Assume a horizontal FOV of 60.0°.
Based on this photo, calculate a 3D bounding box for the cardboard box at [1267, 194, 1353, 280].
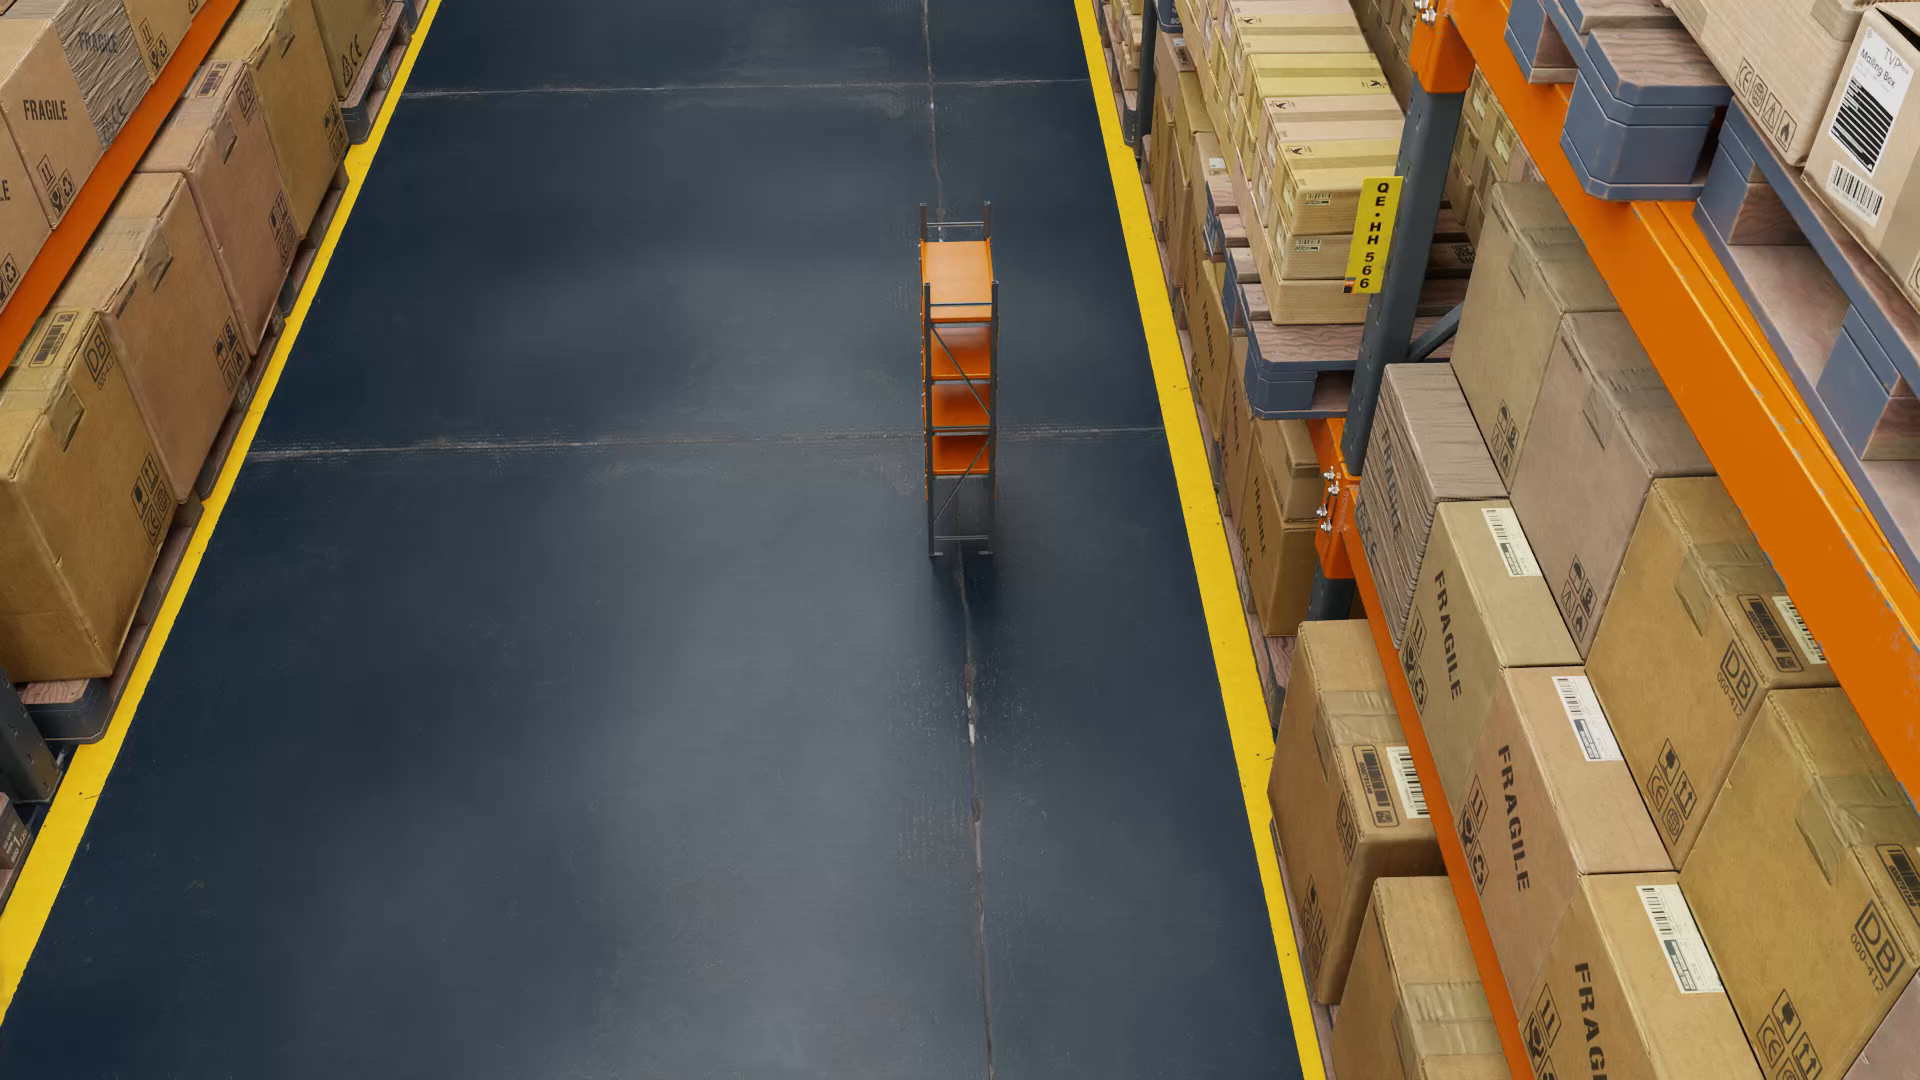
[{"bbox_3d":[1.069,-0.853,4.616,0.380,0.149,0.250,-1,43,-1],"label":"cardboard box"}]

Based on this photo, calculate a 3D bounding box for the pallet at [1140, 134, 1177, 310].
[{"bbox_3d":[1.410,-1.507,7.738,1.003,0.211,1.213,-2,43,-2],"label":"pallet"}]

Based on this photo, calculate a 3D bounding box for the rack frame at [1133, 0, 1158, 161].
[{"bbox_3d":[1.375,-3.061,7.369,1.000,3.000,0.127,-2,43,-2],"label":"rack frame"}]

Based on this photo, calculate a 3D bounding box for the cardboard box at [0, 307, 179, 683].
[{"bbox_3d":[-3.423,-0.124,5.428,1.225,0.875,0.875,-3,43,-4],"label":"cardboard box"}]

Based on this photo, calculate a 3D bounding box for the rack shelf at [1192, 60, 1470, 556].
[{"bbox_3d":[1.460,-1.446,6.140,1.077,0.370,4.000,-2,43,-2],"label":"rack shelf"}]

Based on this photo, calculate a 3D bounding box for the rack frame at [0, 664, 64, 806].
[{"bbox_3d":[-3.414,-0.286,4.343,1.000,3.000,0.127,-2,43,-2],"label":"rack frame"}]

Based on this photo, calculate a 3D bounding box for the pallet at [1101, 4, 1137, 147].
[{"bbox_3d":[1.312,-2.485,8.805,1.003,0.211,1.213,-2,43,-2],"label":"pallet"}]

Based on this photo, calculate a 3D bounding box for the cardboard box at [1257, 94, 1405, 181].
[{"bbox_3d":[1.058,-1.129,4.697,0.380,0.149,0.250,-2,43,-2],"label":"cardboard box"}]

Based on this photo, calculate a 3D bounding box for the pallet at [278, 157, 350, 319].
[{"bbox_3d":[-3.476,-1.440,7.665,1.003,0.211,1.213,-2,43,-2],"label":"pallet"}]

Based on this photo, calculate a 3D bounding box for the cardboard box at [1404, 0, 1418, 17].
[{"bbox_3d":[1.662,-1.847,5.480,0.380,0.149,0.250,0,43,0],"label":"cardboard box"}]

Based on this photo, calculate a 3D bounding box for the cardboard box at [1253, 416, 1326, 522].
[{"bbox_3d":[1.254,-0.325,5.368,0.500,0.250,0.500,-3,43,-3],"label":"cardboard box"}]

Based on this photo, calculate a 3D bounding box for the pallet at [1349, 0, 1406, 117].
[{"bbox_3d":[1.420,-1.625,5.945,1.003,0.211,1.213,-2,43,-2],"label":"pallet"}]

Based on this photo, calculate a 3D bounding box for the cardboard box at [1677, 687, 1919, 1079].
[{"bbox_3d":[1.623,0.570,2.594,0.700,0.500,0.500,-2,43,-2],"label":"cardboard box"}]

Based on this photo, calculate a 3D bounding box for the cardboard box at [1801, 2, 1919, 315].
[{"bbox_3d":[1.399,-0.445,1.977,0.500,0.311,0.500,-2,43,-3],"label":"cardboard box"}]

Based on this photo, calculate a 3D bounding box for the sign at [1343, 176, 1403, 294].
[{"bbox_3d":[1.004,-0.736,4.035,0.100,0.325,0.005,-2,43,-2],"label":"sign"}]

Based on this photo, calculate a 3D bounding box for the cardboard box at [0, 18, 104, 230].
[{"bbox_3d":[-3.213,-1.353,5.432,0.500,0.500,0.500,-2,43,-3],"label":"cardboard box"}]

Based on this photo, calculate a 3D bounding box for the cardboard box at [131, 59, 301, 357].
[{"bbox_3d":[-3.498,-1.324,6.736,1.225,0.875,0.875,-3,43,-3],"label":"cardboard box"}]

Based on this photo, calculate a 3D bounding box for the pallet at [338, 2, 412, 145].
[{"bbox_3d":[-3.538,-2.474,8.793,1.003,0.211,1.213,-2,43,-2],"label":"pallet"}]

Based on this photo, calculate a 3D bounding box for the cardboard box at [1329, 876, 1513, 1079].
[{"bbox_3d":[1.522,1.318,3.947,1.050,0.750,0.750,-1,43,-1],"label":"cardboard box"}]

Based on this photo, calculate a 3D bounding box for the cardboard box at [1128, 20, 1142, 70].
[{"bbox_3d":[1.044,-2.478,8.312,0.380,0.149,0.250,-1,43,-1],"label":"cardboard box"}]

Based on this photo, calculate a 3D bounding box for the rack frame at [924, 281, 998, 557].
[{"bbox_3d":[0.003,-0.389,5.787,0.240,1.200,0.015,-2,43,-2],"label":"rack frame"}]

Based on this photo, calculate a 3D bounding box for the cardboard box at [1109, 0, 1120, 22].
[{"bbox_3d":[0.992,-2.841,8.708,0.380,0.149,0.250,-3,43,-3],"label":"cardboard box"}]

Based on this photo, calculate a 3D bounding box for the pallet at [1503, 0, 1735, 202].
[{"bbox_3d":[1.626,-0.964,3.001,1.213,0.211,1.003,0,43,0],"label":"pallet"}]

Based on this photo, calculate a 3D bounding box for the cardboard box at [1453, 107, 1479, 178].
[{"bbox_3d":[1.697,-1.228,5.024,0.380,0.149,0.250,-3,43,-3],"label":"cardboard box"}]

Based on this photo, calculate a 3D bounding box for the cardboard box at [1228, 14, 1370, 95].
[{"bbox_3d":[1.032,-1.486,5.087,0.380,0.149,0.250,0,43,-1],"label":"cardboard box"}]

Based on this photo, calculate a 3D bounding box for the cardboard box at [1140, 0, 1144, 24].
[{"bbox_3d":[1.100,-2.617,8.244,0.380,0.149,0.250,-1,43,-1],"label":"cardboard box"}]

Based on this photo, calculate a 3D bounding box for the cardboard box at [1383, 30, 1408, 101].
[{"bbox_3d":[1.670,-1.626,5.679,0.380,0.149,0.250,-1,43,-1],"label":"cardboard box"}]

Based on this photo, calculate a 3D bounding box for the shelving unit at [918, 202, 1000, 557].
[{"bbox_3d":[-0.007,-0.554,5.966,0.258,1.200,0.503,-2,43,-2],"label":"shelving unit"}]

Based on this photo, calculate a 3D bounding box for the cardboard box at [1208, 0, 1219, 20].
[{"bbox_3d":[1.014,-1.833,5.464,0.380,0.149,0.250,0,43,0],"label":"cardboard box"}]

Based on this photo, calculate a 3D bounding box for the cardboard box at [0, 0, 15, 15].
[{"bbox_3d":[-3.489,-2.080,5.483,0.797,0.503,0.637,0,43,0],"label":"cardboard box"}]

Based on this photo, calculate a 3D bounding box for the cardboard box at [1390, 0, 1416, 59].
[{"bbox_3d":[1.669,-1.734,5.577,0.380,0.149,0.250,-2,43,-2],"label":"cardboard box"}]

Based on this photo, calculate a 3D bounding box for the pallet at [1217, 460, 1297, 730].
[{"bbox_3d":[1.514,0.140,5.941,1.003,0.211,1.213,-2,43,-2],"label":"pallet"}]

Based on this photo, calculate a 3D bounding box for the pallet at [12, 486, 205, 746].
[{"bbox_3d":[-3.373,0.207,5.868,1.003,0.211,1.213,-2,43,-2],"label":"pallet"}]

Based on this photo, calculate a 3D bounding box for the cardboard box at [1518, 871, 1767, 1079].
[{"bbox_3d":[1.359,0.933,2.938,0.500,0.500,0.500,-2,43,-2],"label":"cardboard box"}]

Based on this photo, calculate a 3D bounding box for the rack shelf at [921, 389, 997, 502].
[{"bbox_3d":[-0.007,-0.358,6.146,0.258,0.148,0.480,-2,43,-2],"label":"rack shelf"}]

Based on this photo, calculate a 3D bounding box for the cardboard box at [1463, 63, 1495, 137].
[{"bbox_3d":[1.699,-1.307,4.890,0.380,0.149,0.250,-2,43,-2],"label":"cardboard box"}]

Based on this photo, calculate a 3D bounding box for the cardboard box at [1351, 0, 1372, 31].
[{"bbox_3d":[1.649,-1.981,6.067,0.380,0.149,0.250,0,43,0],"label":"cardboard box"}]

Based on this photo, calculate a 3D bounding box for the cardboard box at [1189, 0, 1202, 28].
[{"bbox_3d":[1.001,-1.898,5.756,0.380,0.149,0.250,-2,43,-3],"label":"cardboard box"}]

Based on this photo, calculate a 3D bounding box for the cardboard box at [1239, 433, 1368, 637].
[{"bbox_3d":[1.256,-0.031,5.603,0.500,0.500,0.500,-2,43,-2],"label":"cardboard box"}]

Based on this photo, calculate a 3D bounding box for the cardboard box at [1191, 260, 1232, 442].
[{"bbox_3d":[1.199,-0.738,6.374,0.500,0.500,0.500,-3,43,-4],"label":"cardboard box"}]

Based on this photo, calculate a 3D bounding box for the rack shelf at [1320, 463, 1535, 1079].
[{"bbox_3d":[1.630,1.255,3.193,1.077,0.370,4.000,-2,43,-2],"label":"rack shelf"}]

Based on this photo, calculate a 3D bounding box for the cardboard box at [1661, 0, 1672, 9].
[{"bbox_3d":[1.356,-1.130,2.724,0.500,0.311,0.500,-2,43,-2],"label":"cardboard box"}]

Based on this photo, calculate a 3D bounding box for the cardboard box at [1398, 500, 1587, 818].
[{"bbox_3d":[1.319,0.257,3.676,0.500,0.500,0.500,-2,43,-2],"label":"cardboard box"}]

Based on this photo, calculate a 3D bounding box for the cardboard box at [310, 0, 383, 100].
[{"bbox_3d":[-3.532,-2.806,8.353,0.875,0.875,0.875,-2,43,-2],"label":"cardboard box"}]

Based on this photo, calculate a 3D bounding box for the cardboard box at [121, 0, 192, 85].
[{"bbox_3d":[-3.248,-2.029,6.170,0.500,0.500,0.500,-2,43,-2],"label":"cardboard box"}]

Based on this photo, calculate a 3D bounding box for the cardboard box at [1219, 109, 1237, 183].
[{"bbox_3d":[1.038,-1.252,5.271,0.380,0.149,0.250,-2,43,-2],"label":"cardboard box"}]

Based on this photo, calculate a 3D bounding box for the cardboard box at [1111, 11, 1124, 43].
[{"bbox_3d":[1.015,-2.774,8.856,0.380,0.149,0.250,-3,43,-3],"label":"cardboard box"}]

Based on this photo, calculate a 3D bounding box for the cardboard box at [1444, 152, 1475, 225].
[{"bbox_3d":[1.705,-1.094,5.099,0.380,0.149,0.250,0,43,0],"label":"cardboard box"}]

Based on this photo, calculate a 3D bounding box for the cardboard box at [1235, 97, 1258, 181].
[{"bbox_3d":[1.043,-1.211,5.006,0.380,0.149,0.250,-1,43,-1],"label":"cardboard box"}]

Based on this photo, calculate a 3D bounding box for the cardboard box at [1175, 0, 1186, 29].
[{"bbox_3d":[0.993,-1.963,6.046,0.380,0.149,0.250,-2,43,-3],"label":"cardboard box"}]

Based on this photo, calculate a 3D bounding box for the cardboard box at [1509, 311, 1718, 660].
[{"bbox_3d":[1.577,-0.121,3.348,0.700,0.500,0.500,-2,43,-2],"label":"cardboard box"}]

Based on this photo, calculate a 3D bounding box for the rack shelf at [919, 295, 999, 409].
[{"bbox_3d":[-0.007,-0.669,5.861,0.258,0.148,0.480,-2,43,-2],"label":"rack shelf"}]

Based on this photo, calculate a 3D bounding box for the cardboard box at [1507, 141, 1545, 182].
[{"bbox_3d":[1.719,-0.963,4.515,0.380,0.149,0.250,-2,43,-2],"label":"cardboard box"}]

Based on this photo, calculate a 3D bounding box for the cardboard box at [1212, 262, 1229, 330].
[{"bbox_3d":[1.216,-1.009,6.115,0.500,0.250,0.500,-1,43,-1],"label":"cardboard box"}]

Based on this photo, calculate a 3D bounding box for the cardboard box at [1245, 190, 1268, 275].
[{"bbox_3d":[1.056,-0.910,4.898,0.380,0.149,0.250,-2,43,-2],"label":"cardboard box"}]

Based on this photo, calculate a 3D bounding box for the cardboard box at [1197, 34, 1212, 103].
[{"bbox_3d":[1.016,-1.609,5.660,0.380,0.149,0.250,0,43,0],"label":"cardboard box"}]

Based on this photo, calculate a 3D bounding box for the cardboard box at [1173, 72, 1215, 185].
[{"bbox_3d":[1.168,-1.705,6.874,0.500,0.250,0.500,-1,43,-1],"label":"cardboard box"}]

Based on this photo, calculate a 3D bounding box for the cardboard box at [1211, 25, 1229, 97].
[{"bbox_3d":[1.024,-1.548,5.373,0.380,0.149,0.250,-2,43,-2],"label":"cardboard box"}]

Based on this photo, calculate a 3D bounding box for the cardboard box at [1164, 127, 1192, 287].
[{"bbox_3d":[1.166,-1.431,7.130,0.500,0.500,0.500,0,43,0],"label":"cardboard box"}]
